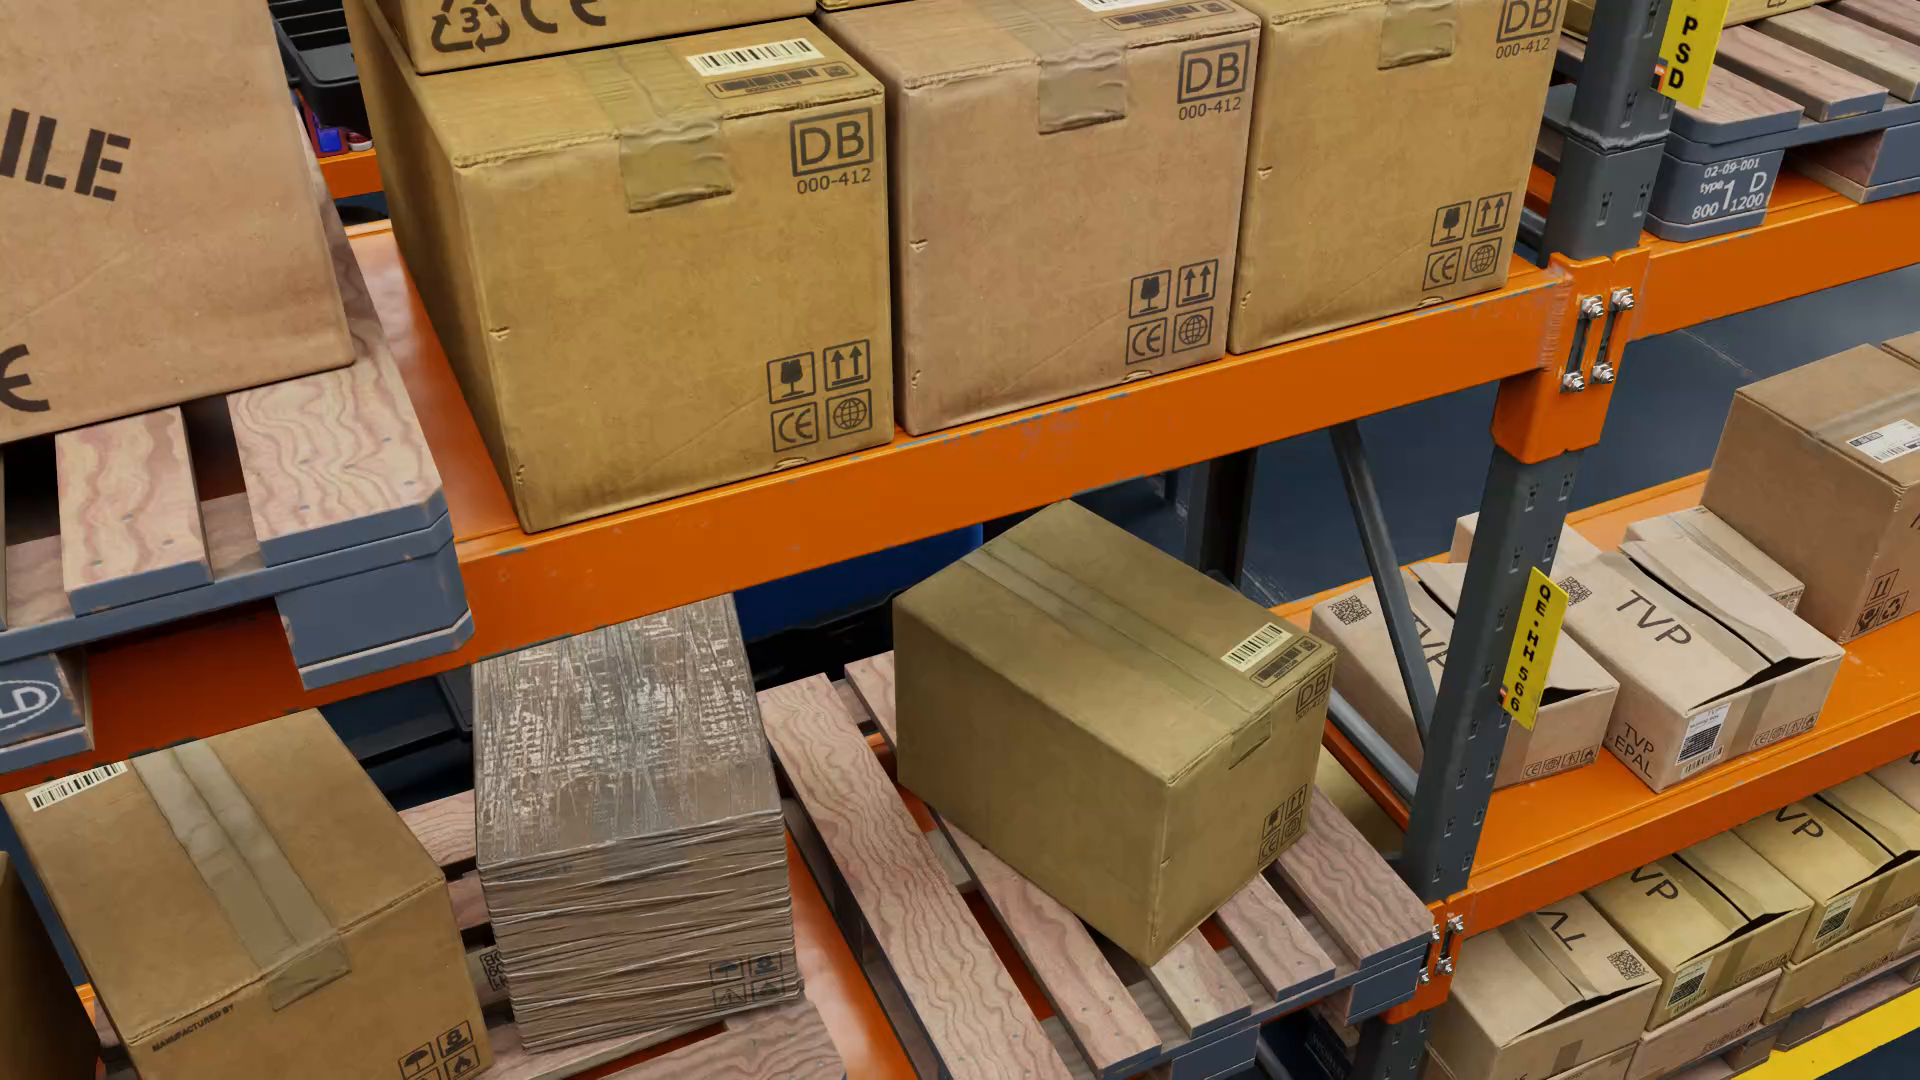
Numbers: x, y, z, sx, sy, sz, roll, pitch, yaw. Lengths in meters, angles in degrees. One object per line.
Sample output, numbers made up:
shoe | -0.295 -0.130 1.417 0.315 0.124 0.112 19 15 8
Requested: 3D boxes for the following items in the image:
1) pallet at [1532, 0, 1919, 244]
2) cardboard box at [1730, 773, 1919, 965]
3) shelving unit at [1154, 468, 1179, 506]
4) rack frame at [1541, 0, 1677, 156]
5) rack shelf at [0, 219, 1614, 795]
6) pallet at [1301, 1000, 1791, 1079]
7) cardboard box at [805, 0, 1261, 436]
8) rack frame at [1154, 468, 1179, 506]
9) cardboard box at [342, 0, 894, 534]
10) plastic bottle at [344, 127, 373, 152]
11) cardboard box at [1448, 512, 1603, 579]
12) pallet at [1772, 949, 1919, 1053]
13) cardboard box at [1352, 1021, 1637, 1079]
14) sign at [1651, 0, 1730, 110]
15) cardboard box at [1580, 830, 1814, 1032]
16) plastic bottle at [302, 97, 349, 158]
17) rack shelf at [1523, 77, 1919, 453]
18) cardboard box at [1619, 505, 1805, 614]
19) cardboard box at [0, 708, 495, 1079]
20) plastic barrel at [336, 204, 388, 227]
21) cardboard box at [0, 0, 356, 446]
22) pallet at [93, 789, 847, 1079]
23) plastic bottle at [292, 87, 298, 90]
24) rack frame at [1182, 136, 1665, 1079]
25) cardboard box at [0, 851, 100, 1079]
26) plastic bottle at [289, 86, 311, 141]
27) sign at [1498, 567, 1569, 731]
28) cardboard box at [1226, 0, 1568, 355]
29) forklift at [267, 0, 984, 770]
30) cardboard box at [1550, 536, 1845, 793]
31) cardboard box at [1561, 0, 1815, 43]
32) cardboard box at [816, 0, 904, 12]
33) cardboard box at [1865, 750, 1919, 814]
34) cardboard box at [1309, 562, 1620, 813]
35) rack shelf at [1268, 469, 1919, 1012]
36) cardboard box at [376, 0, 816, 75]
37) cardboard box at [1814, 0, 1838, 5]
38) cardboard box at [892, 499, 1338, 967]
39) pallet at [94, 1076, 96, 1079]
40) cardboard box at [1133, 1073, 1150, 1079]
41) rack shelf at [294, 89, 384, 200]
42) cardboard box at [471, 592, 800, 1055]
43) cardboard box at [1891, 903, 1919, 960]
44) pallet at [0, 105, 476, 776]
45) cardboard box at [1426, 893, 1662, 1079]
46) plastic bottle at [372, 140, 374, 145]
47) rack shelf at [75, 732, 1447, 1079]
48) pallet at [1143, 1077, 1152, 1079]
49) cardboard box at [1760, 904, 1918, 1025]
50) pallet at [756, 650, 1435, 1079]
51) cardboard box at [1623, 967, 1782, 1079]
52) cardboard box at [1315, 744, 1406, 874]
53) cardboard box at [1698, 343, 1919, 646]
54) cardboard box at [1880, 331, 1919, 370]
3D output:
pallet | 1.386 -1.004 3.226 1.003 0.211 1.213 -14 39 -18
cardboard box | 2.343 0.816 4.617 0.500 0.311 0.500 -17 40 -21
shelving unit | 0.323 -0.731 6.477 1.048 1.500 0.538 -19 40 -23
rack frame | 0.809 -2.064 1.980 0.127 3.000 1.000 -16 39 -20
rack shelf | -1.001 -0.064 2.405 4.000 0.370 1.077 -16 39 -20
pallet | 1.571 1.278 4.850 1.213 0.211 1.003 -16 39 -20
cardboard box | -0.033 -0.642 2.496 0.500 0.500 0.910 -16 39 -20
rack frame | 0.765 -0.880 6.678 0.032 1.500 0.500 -19 40 -23
cardboard box | -0.504 -0.510 2.318 0.500 0.500 0.910 -16 39 -20
plastic bottle | -2.415 -1.665 6.643 0.097 0.201 0.097 0 37 0
cardboard box | 1.506 0.069 4.349 0.250 0.149 0.380 -16 39 -20
pallet | 2.674 0.971 5.263 1.213 0.211 1.003 -16 39 -20
cardboard box | 1.408 1.307 4.426 0.500 0.250 0.500 -16 39 -20
sign | 1.038 -0.774 2.324 0.005 0.325 0.100 -16 39 -20
cardboard box | 1.880 0.944 4.444 0.500 0.311 0.500 -17 40 -21
plastic bottle | -2.512 -1.658 6.566 0.133 0.283 0.061 -16 39 -20
rack shelf | 2.620 -1.077 3.770 4.000 0.370 1.077 -16 39 -20
cardboard box | 1.940 0.093 4.318 0.250 0.149 0.380 -13 38 -17
cardboard box | -1.239 0.668 2.895 0.500 0.500 0.700 -26 44 -31
plastic barrel | -2.750 -1.108 7.398 0.708 0.588 0.600 -16 39 -20
cardboard box | -1.118 -0.523 1.899 0.600 0.600 0.600 -17 40 -22
pallet | -0.949 0.917 3.157 1.213 0.211 1.003 -16 39 -20
plastic bottle | -2.886 -2.077 7.130 0.133 0.283 0.061 -16 39 -20
rack frame | 0.809 0.345 3.767 0.127 3.000 1.000 -16 39 -20
cardboard box | -1.692 0.941 2.527 0.500 0.500 0.700 -10 38 -13
plastic bottle | -2.673 -1.668 6.522 0.185 0.351 0.144 -16 39 -20
sign | 1.048 0.202 3.054 0.005 0.325 0.100 -16 39 -20
cardboard box | 0.429 -0.771 2.670 0.500 0.500 0.910 -16 39 -20
forklift | -1.439 -0.693 5.224 3.031 2.935 1.130 -19 40 -23
cardboard box | 1.701 0.259 3.958 0.500 0.311 0.500 -16 39 -20
cardboard box | 1.196 -1.113 2.988 0.500 0.250 0.500 -19 40 -23
cardboard box | -0.050 -1.065 2.227 0.500 0.500 0.500 -16 39 -20
cardboard box | 2.808 0.686 4.793 0.500 0.311 0.500 -16 39 -21
cardboard box | 1.157 0.312 3.886 0.500 0.311 0.500 -13 39 -17
rack shelf | 2.620 0.128 4.664 4.000 0.370 1.077 -16 39 -20
cardboard box | -0.512 -0.936 2.053 0.500 0.500 0.500 -16 39 -20
cardboard box | 1.663 -1.256 3.180 0.500 0.250 0.500 -15 39 -19
cardboard box | 0.287 0.357 3.315 0.500 0.500 0.700 -30 46 -34
pallet | -2.042 1.291 2.652 1.213 0.211 1.003 -16 39 -20
cardboard box | 0.276 1.134 4.433 0.500 0.500 0.500 -14 39 -18
rack shelf | -3.102 -1.532 6.901 4.000 0.370 1.077 -16 39 -20
cardboard box | -0.622 0.485 3.142 0.500 0.500 0.700 -9 37 -11
cardboard box | 2.795 0.915 4.955 0.500 0.250 0.500 -15 39 -19
pallet | -1.254 -0.163 2.092 1.003 0.211 1.213 -16 39 -20
cardboard box | 1.408 1.081 4.259 0.500 0.311 0.500 -14 39 -18
plastic bottle | -2.327 -1.689 6.676 0.097 0.201 0.097 0 37 0
rack shelf | -1.001 1.140 3.298 4.000 0.370 1.077 -16 39 -20
pallet | 0.117 1.634 4.370 1.213 0.211 1.003 -16 39 -20
cardboard box | 2.331 1.044 4.780 0.500 0.250 0.500 -17 40 -21
pallet | 0.225 0.632 3.542 1.003 0.211 1.213 -16 39 -20
cardboard box | 1.863 1.179 4.598 0.500 0.250 0.500 -17 40 -21
cardboard box | 1.179 0.790 4.651 0.500 0.311 0.500 -15 39 -19
cardboard box | 2.321 -0.128 4.321 0.500 0.500 0.500 -18 40 -22
cardboard box | 2.798 -0.262 4.501 0.500 0.500 0.500 -16 39 -20
